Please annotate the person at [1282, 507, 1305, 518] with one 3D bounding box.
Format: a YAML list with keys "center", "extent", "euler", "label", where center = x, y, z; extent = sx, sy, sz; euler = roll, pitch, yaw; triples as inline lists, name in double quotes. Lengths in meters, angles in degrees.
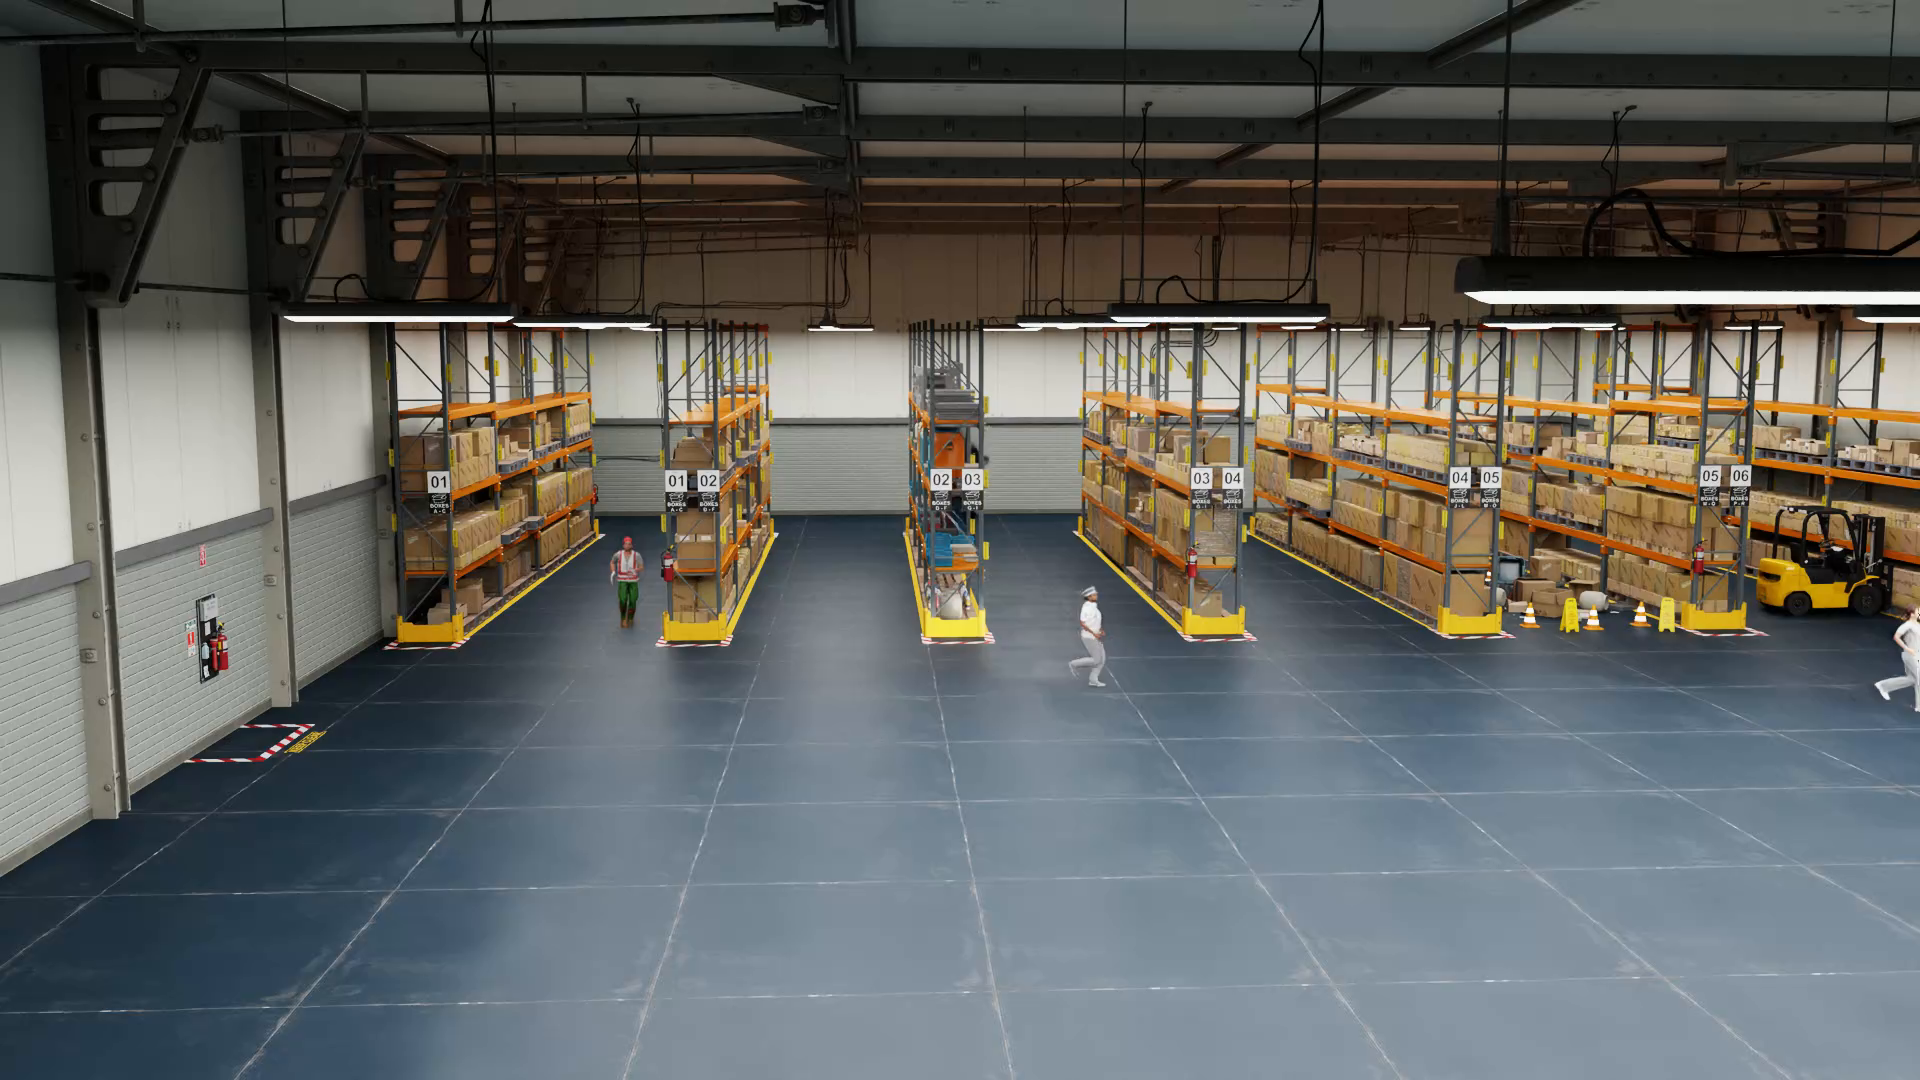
- center: [9.754, -1.131, 48.865]
  extent: [0.780, 1.639, 0.581]
  euler: [-1, 7, -5]
  label: "person"

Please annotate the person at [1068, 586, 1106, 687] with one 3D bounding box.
- center: [2.091, 1.566, 27.121]
  extent: [0.611, 1.665, 0.575]
  euler: [2, 7, 14]
  label: "person"

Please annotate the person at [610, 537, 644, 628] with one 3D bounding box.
- center: [-6.489, 0.832, 32.460]
  extent: [0.644, 1.787, 0.703]
  euler: [-2, 7, -13]
  label: "person"

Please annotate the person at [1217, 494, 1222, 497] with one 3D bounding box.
- center: [7.813, -1.107, 48.887]
  extent: [0.746, 1.593, 0.778]
  euler: [-5, 9, -35]
  label: "person"

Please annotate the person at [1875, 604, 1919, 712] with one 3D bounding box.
- center: [14.427, 1.794, 25.294]
  extent: [0.879, 1.669, 0.567]
  euler: [6, 10, 42]
  label: "person"
